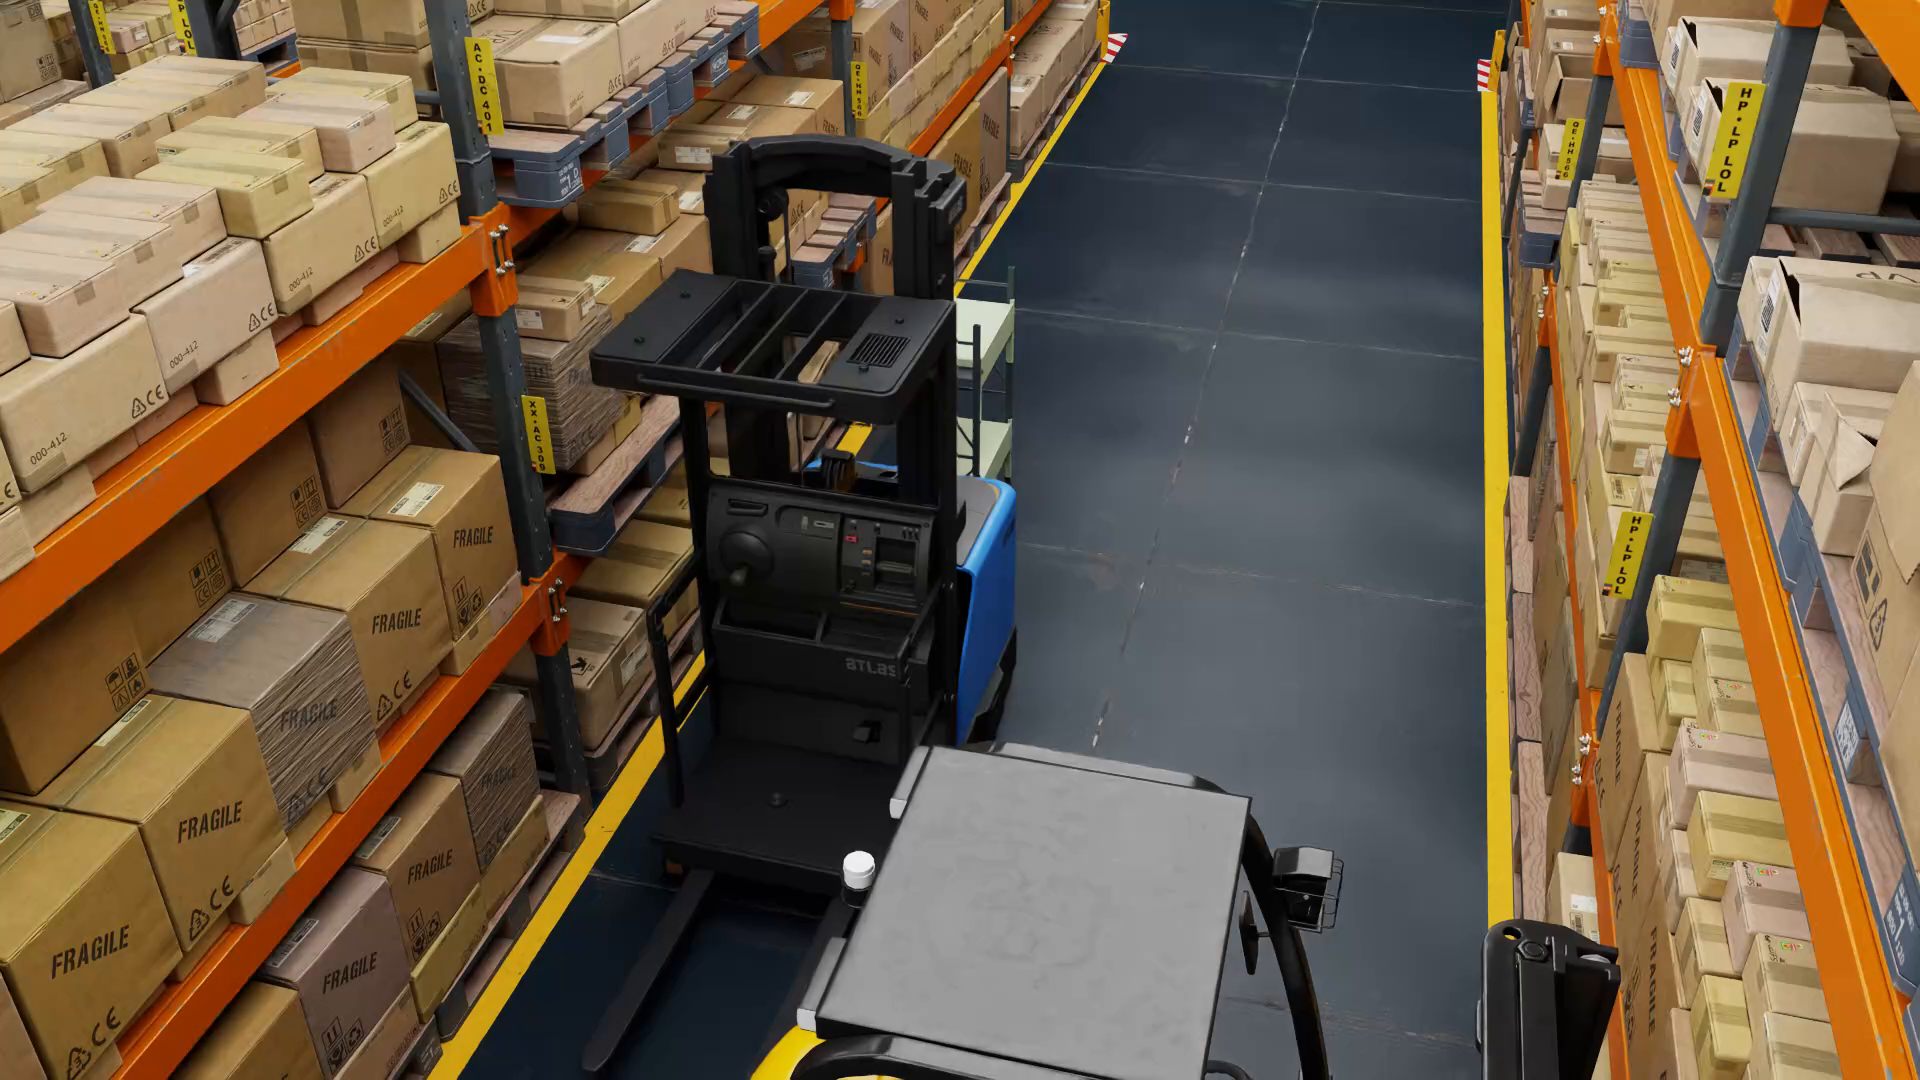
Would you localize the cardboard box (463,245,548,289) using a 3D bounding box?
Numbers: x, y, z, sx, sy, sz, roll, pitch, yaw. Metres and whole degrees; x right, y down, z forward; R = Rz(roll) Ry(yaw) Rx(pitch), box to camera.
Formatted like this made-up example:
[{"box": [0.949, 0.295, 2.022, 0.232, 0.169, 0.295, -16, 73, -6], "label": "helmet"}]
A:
[{"box": [-2.098, -0.973, 7.222, 0.500, 0.500, 0.500, 8, 33, 13], "label": "cardboard box"}]

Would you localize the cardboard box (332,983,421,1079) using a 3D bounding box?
[{"box": [-2.267, 1.768, 5.844, 0.500, 0.250, 0.500, 9, 33, 13], "label": "cardboard box"}]

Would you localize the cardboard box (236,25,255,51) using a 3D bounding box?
[{"box": [-5.340, -3.630, 12.007, 0.380, 0.149, 0.250, 9, 34, 14], "label": "cardboard box"}]

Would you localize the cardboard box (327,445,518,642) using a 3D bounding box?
[{"box": [-1.991, -0.002, 6.087, 0.500, 0.500, 0.500, 7, 33, 11], "label": "cardboard box"}]

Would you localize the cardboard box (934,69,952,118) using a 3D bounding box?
[{"box": [-0.362, -3.128, 11.515, 0.500, 0.250, 0.500, 8, 33, 12], "label": "cardboard box"}]

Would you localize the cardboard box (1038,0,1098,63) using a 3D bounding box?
[{"box": [0.856, -5.066, 16.420, 0.875, 0.438, 0.875, 7, 33, 11], "label": "cardboard box"}]

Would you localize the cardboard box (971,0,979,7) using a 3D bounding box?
[{"box": [-0.083, -4.179, 12.003, 0.500, 0.500, 0.500, 9, 33, 13], "label": "cardboard box"}]

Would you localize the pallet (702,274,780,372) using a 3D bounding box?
[{"box": [-1.566, -1.061, 8.302, 1.003, 0.211, 1.213, 8, 33, 12], "label": "pallet"}]

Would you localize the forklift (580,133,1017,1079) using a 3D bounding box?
[{"box": [-0.616, 0.090, 6.377, 1.130, 2.935, 3.031, 9, 33, 13], "label": "forklift"}]

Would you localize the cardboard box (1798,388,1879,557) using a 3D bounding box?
[{"box": [2.013, -0.125, 3.495, 0.396, 0.266, 0.258, 7, 33, 11], "label": "cardboard box"}]

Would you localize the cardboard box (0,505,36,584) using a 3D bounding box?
[{"box": [-2.411, 0.018, 3.864, 0.380, 0.149, 0.250, 8, 33, 13], "label": "cardboard box"}]

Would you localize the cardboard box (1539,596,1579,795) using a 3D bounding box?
[{"box": [3.010, 0.726, 7.135, 0.875, 0.625, 0.625, 8, 33, 12], "label": "cardboard box"}]

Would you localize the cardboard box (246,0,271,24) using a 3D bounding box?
[{"box": [-5.275, -3.885, 12.131, 0.380, 0.149, 0.250, 8, 33, 12], "label": "cardboard box"}]

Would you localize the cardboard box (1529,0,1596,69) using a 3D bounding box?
[{"box": [4.375, -3.576, 11.594, 0.700, 0.500, 0.500, 9, 34, 14], "label": "cardboard box"}]

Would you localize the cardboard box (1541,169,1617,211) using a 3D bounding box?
[{"box": [3.495, -1.965, 9.388, 0.380, 0.149, 0.250, 9, 33, 13], "label": "cardboard box"}]

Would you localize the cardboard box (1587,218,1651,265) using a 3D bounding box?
[{"box": [3.226, -1.416, 7.984, 0.380, 0.149, 0.250, 9, 34, 14], "label": "cardboard box"}]

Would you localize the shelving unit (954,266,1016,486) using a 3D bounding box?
[{"box": [-0.002, -0.629, 8.842, 0.431, 1.500, 0.755, 8, 33, 12], "label": "shelving unit"}]

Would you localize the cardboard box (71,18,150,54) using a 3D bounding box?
[{"box": [-5.611, -3.334, 10.987, 0.380, 0.149, 0.250, 8, 33, 12], "label": "cardboard box"}]

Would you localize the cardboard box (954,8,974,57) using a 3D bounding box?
[{"box": [-0.210, -3.606, 11.801, 0.500, 0.250, 0.500, 9, 33, 14], "label": "cardboard box"}]

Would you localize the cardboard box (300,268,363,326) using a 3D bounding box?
[{"box": [-2.094, -0.799, 5.149, 0.380, 0.149, 0.250, 8, 33, 13], "label": "cardboard box"}]

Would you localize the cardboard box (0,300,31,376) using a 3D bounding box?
[{"box": [-2.429, -0.462, 3.876, 0.380, 0.149, 0.250, 9, 33, 13], "label": "cardboard box"}]

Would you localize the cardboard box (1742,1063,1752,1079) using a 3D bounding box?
[{"box": [1.938, 1.330, 3.664, 0.380, 0.149, 0.250, 8, 33, 12], "label": "cardboard box"}]

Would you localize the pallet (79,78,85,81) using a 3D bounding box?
[{"box": [-5.839, -3.100, 11.509, 1.213, 0.211, 1.003, 8, 33, 12], "label": "pallet"}]

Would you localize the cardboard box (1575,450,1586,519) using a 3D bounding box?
[{"box": [2.837, -0.174, 6.868, 0.500, 0.250, 0.500, 8, 33, 13], "label": "cardboard box"}]

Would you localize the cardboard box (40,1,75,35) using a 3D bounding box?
[{"box": [-6.170, -3.565, 11.351, 0.380, 0.149, 0.250, 8, 33, 12], "label": "cardboard box"}]

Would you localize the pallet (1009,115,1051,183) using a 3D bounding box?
[{"box": [0.181, -3.458, 14.492, 1.003, 0.211, 1.213, 8, 33, 12], "label": "pallet"}]

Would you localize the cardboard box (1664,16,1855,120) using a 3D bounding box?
[{"box": [2.827, -1.680, 5.899, 0.500, 0.311, 0.500, 7, 33, 11], "label": "cardboard box"}]

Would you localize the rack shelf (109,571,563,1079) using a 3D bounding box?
[{"box": [-2.626, 1.242, 5.171, 1.077, 0.370, 4.000, 8, 33, 12], "label": "rack shelf"}]

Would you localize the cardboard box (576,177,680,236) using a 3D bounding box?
[{"box": [-1.481, -1.492, 7.434, 0.380, 0.149, 0.250, 10, 34, 15], "label": "cardboard box"}]

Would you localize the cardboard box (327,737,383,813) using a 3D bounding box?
[{"box": [-2.160, 0.743, 5.520, 0.380, 0.149, 0.250, 8, 33, 12], "label": "cardboard box"}]

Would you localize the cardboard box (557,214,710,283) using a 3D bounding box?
[{"box": [-1.457, -1.163, 7.522, 0.500, 0.500, 0.500, 8, 33, 12], "label": "cardboard box"}]

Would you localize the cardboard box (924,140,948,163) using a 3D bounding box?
[{"box": [-0.617, -2.265, 11.606, 0.875, 0.875, 0.875, 8, 33, 13], "label": "cardboard box"}]

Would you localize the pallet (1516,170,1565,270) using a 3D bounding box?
[{"box": [3.803, -1.781, 9.435, 1.213, 0.211, 1.003, 8, 33, 12], "label": "pallet"}]

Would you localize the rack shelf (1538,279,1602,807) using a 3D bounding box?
[{"box": [3.191, -0.160, 7.376, 1.077, 0.370, 4.000, 8, 33, 12], "label": "rack shelf"}]

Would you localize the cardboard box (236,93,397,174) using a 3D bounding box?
[{"box": [-1.979, -1.256, 5.125, 0.380, 0.149, 0.250, 7, 33, 11], "label": "cardboard box"}]

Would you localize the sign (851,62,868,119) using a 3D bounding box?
[{"box": [-0.576, -2.561, 9.477, 0.100, 0.325, 0.005, 8, 33, 12], "label": "sign"}]

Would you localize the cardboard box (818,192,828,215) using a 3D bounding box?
[{"box": [-0.957, -1.895, 9.278, 0.380, 0.149, 0.250, 9, 33, 13], "label": "cardboard box"}]

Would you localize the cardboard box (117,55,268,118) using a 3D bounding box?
[{"box": [-2.514, -1.477, 5.472, 0.380, 0.149, 0.250, 7, 33, 12], "label": "cardboard box"}]

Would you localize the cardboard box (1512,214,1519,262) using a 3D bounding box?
[{"box": [4.248, -2.201, 11.855, 0.500, 0.500, 0.500, 8, 33, 12], "label": "cardboard box"}]

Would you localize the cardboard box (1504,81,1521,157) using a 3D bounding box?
[{"box": [4.964, -3.493, 13.888, 0.700, 0.500, 0.500, 7, 33, 11], "label": "cardboard box"}]

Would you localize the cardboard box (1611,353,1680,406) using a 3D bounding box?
[{"box": [2.851, -0.616, 6.725, 0.380, 0.149, 0.250, 8, 33, 13], "label": "cardboard box"}]

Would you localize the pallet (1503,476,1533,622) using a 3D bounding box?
[{"box": [3.452, 0.098, 8.900, 1.003, 0.211, 1.213, 8, 33, 12], "label": "pallet"}]

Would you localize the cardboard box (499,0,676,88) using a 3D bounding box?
[{"box": [-1.454, -1.991, 6.538, 0.500, 0.250, 0.500, 8, 33, 12], "label": "cardboard box"}]

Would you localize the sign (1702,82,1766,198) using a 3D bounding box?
[{"box": [2.157, -1.111, 4.631, 0.100, 0.325, 0.005, 8, 33, 12], "label": "sign"}]

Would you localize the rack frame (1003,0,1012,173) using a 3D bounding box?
[{"box": [-0.088, -4.251, 13.140, 1.000, 3.000, 0.127, 8, 33, 12], "label": "rack frame"}]

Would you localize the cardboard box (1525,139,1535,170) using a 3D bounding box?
[{"box": [4.366, -2.823, 12.228, 0.380, 0.149, 0.250, 10, 34, 15], "label": "cardboard box"}]

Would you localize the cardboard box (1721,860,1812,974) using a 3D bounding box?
[{"box": [2.066, 0.938, 4.004, 0.380, 0.149, 0.250, 8, 33, 12], "label": "cardboard box"}]

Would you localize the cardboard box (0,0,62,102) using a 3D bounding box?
[{"box": [-6.040, -3.029, 10.193, 0.700, 0.500, 0.500, 8, 33, 12], "label": "cardboard box"}]

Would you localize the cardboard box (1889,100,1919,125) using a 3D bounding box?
[{"box": [3.037, -1.365, 5.555, 0.380, 0.149, 0.250, 8, 33, 12], "label": "cardboard box"}]

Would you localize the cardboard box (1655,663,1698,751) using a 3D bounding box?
[{"box": [2.284, 0.523, 4.934, 0.380, 0.149, 0.250, 9, 33, 14], "label": "cardboard box"}]

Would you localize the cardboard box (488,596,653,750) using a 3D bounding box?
[{"box": [-1.988, 0.560, 7.631, 0.950, 0.372, 0.625, 8, 33, 13], "label": "cardboard box"}]

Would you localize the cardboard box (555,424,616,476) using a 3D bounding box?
[{"box": [-1.672, -0.414, 6.948, 0.380, 0.149, 0.250, 8, 33, 13], "label": "cardboard box"}]

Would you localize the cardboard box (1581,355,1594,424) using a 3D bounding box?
[{"box": [2.966, -0.654, 7.157, 0.500, 0.250, 0.500, 8, 33, 13], "label": "cardboard box"}]

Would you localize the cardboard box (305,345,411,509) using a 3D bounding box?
[{"box": [-2.440, -0.490, 5.922, 0.700, 0.500, 0.500, 8, 33, 12], "label": "cardboard box"}]

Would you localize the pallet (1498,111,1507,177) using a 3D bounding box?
[{"box": [5.197, -3.391, 14.388, 1.003, 0.211, 1.213, 8, 33, 12], "label": "pallet"}]

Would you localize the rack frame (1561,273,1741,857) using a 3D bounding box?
[{"box": [2.684, 0.575, 5.550, 1.000, 3.000, 0.127, 8, 33, 12], "label": "rack frame"}]

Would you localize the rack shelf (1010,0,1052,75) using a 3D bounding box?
[{"box": [0.419, -4.985, 14.966, 1.077, 0.370, 4.000, 8, 33, 12], "label": "rack shelf"}]
